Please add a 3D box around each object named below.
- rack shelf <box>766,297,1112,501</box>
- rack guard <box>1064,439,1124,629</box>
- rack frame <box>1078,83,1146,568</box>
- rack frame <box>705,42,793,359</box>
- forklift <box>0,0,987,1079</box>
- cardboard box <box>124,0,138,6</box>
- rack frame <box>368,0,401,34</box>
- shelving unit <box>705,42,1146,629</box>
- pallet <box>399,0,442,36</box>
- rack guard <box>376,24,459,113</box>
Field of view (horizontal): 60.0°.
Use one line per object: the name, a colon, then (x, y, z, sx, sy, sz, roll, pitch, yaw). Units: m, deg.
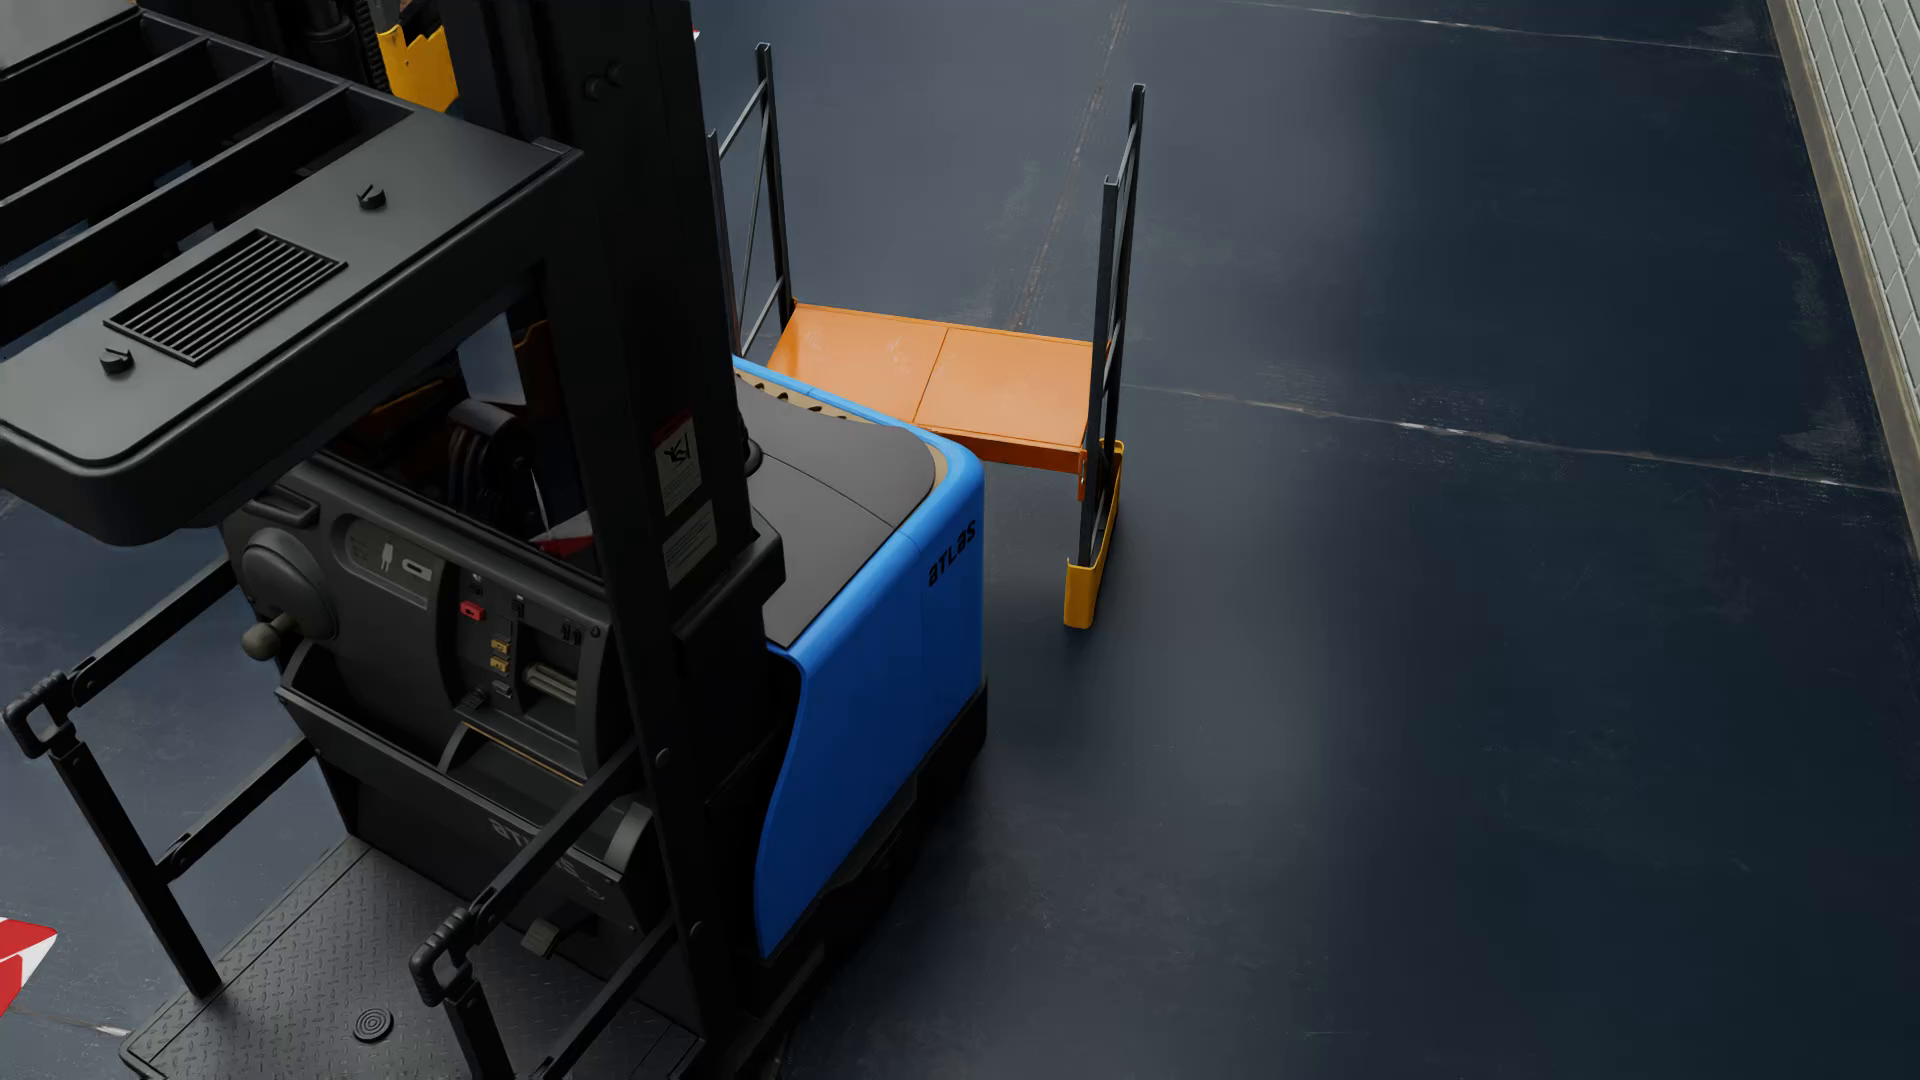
rack shelf: (-0.083, -0.424, 4.868, 1.000, 0.185, 0.538, 9, 45, 9)
rack guard: (0.412, -0.026, 5.097, 0.087, 0.250, 0.587, 9, 45, 9)
rack frame: (0.413, -0.476, 4.663, 0.032, 1.500, 0.500, 9, 45, 9)
rack frame: (-0.579, -0.630, 4.823, 0.032, 1.500, 0.500, 9, 45, 9)
forklift: (-1.116, 0.216, 2.912, 1.130, 2.935, 3.031, 23, 48, 22)
cardboard box: (-3.329, -2.321, 7.036, 0.250, 0.149, 0.380, 7, 44, 7)
rack frame: (-2.244, -3.125, 6.334, 0.127, 3.000, 1.000, 9, 45, 9)
shelving unit: (-0.074, -0.552, 4.742, 1.083, 1.500, 0.587, 9, 45, 9)
pallet: (-3.104, -2.279, 7.465, 1.213, 0.211, 1.003, 9, 45, 9)
rack guard: (-2.319, -2.236, 7.212, 0.348, 0.500, 1.175, 9, 45, 9)
